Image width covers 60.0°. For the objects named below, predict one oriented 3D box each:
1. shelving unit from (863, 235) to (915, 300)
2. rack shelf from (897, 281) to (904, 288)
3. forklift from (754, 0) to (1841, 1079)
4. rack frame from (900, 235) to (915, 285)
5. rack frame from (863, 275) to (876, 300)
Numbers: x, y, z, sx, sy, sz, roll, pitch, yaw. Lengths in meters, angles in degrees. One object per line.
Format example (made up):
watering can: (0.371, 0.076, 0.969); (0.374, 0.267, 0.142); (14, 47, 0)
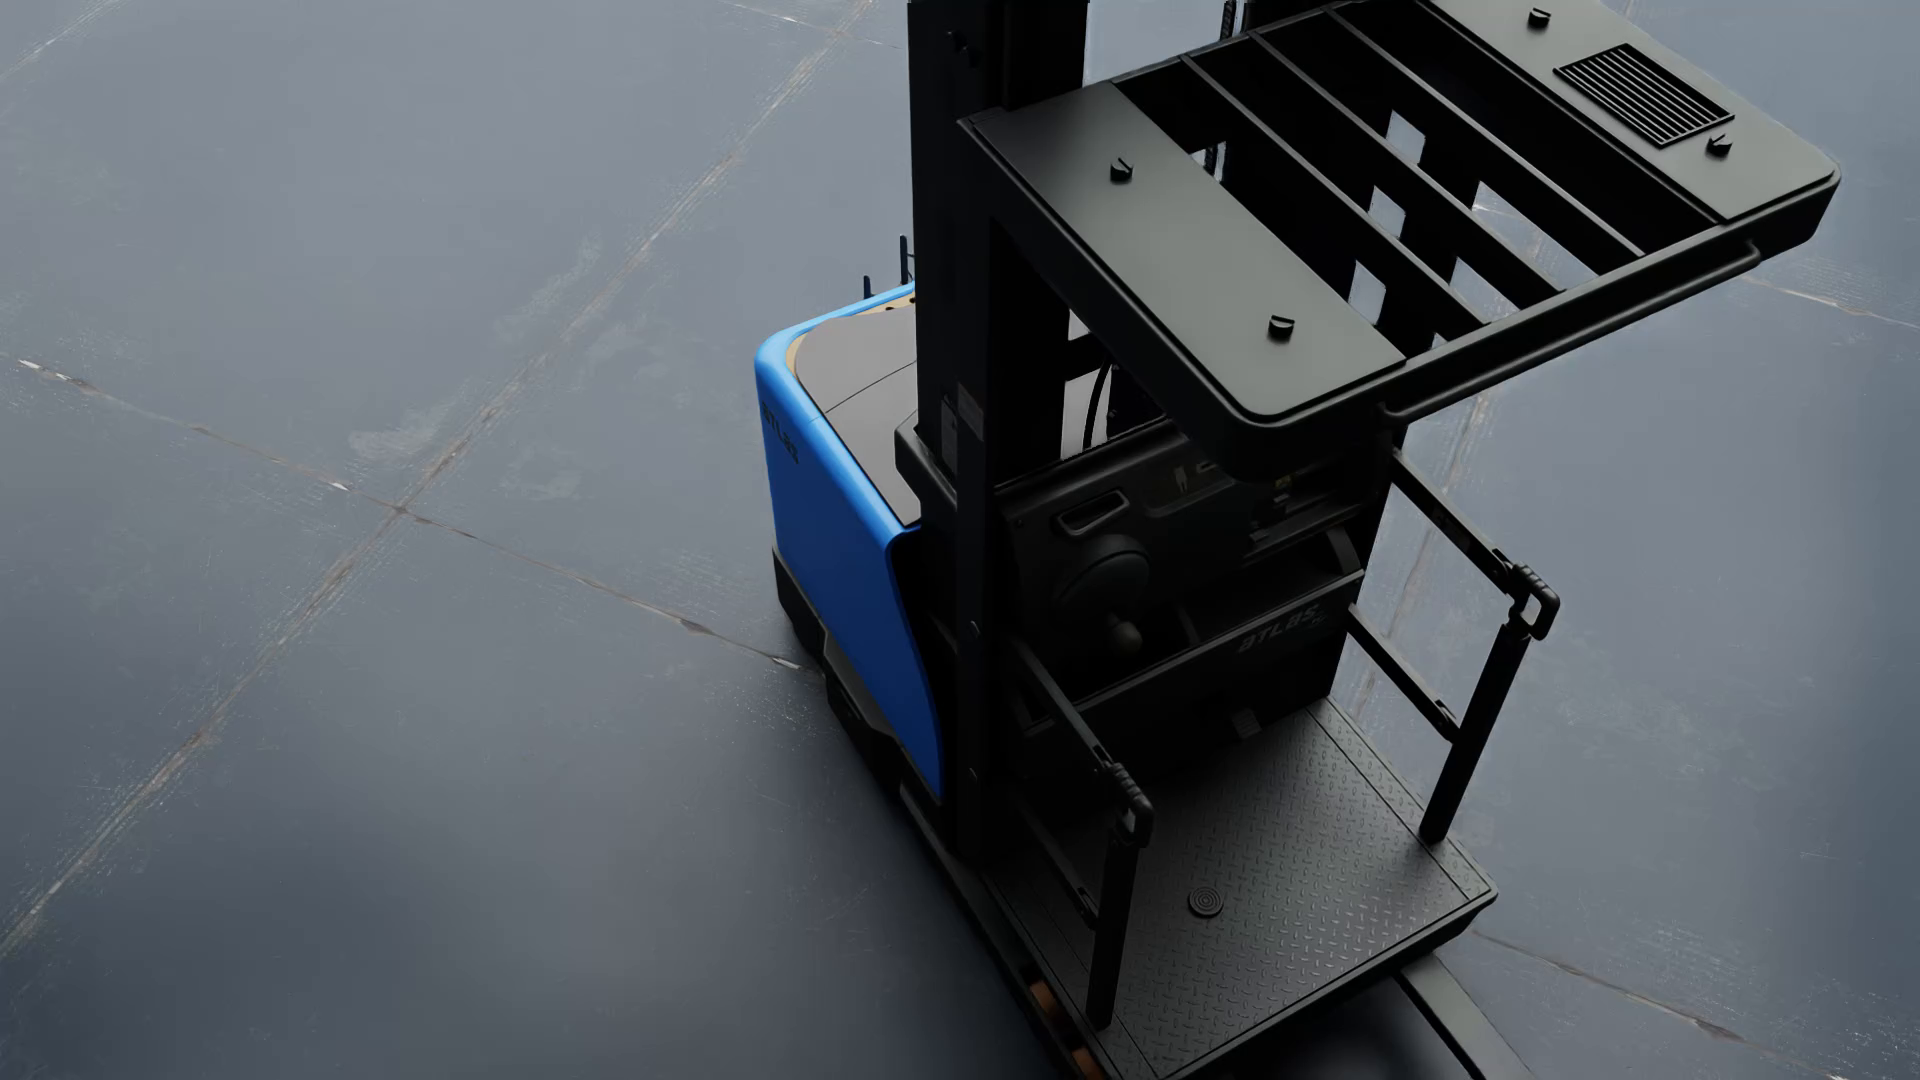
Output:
shelving unit: (-0.119, -0.481, 5.068); (0.258, 0.900, 0.210); (23, 53, 19)
rack shelf: (-0.119, -0.634, 4.888); (0.258, 0.077, 0.200); (23, 53, 19)
forklift: (0.616, 0.028, 3.302); (1.130, 2.935, 3.031); (-23, 53, -19)
rack frame: (-0.069, -0.548, 5.125); (0.240, 0.900, 0.006); (23, 53, 19)
rack frame: (-0.169, -0.413, 5.011); (0.240, 0.900, 0.006); (23, 53, 19)
